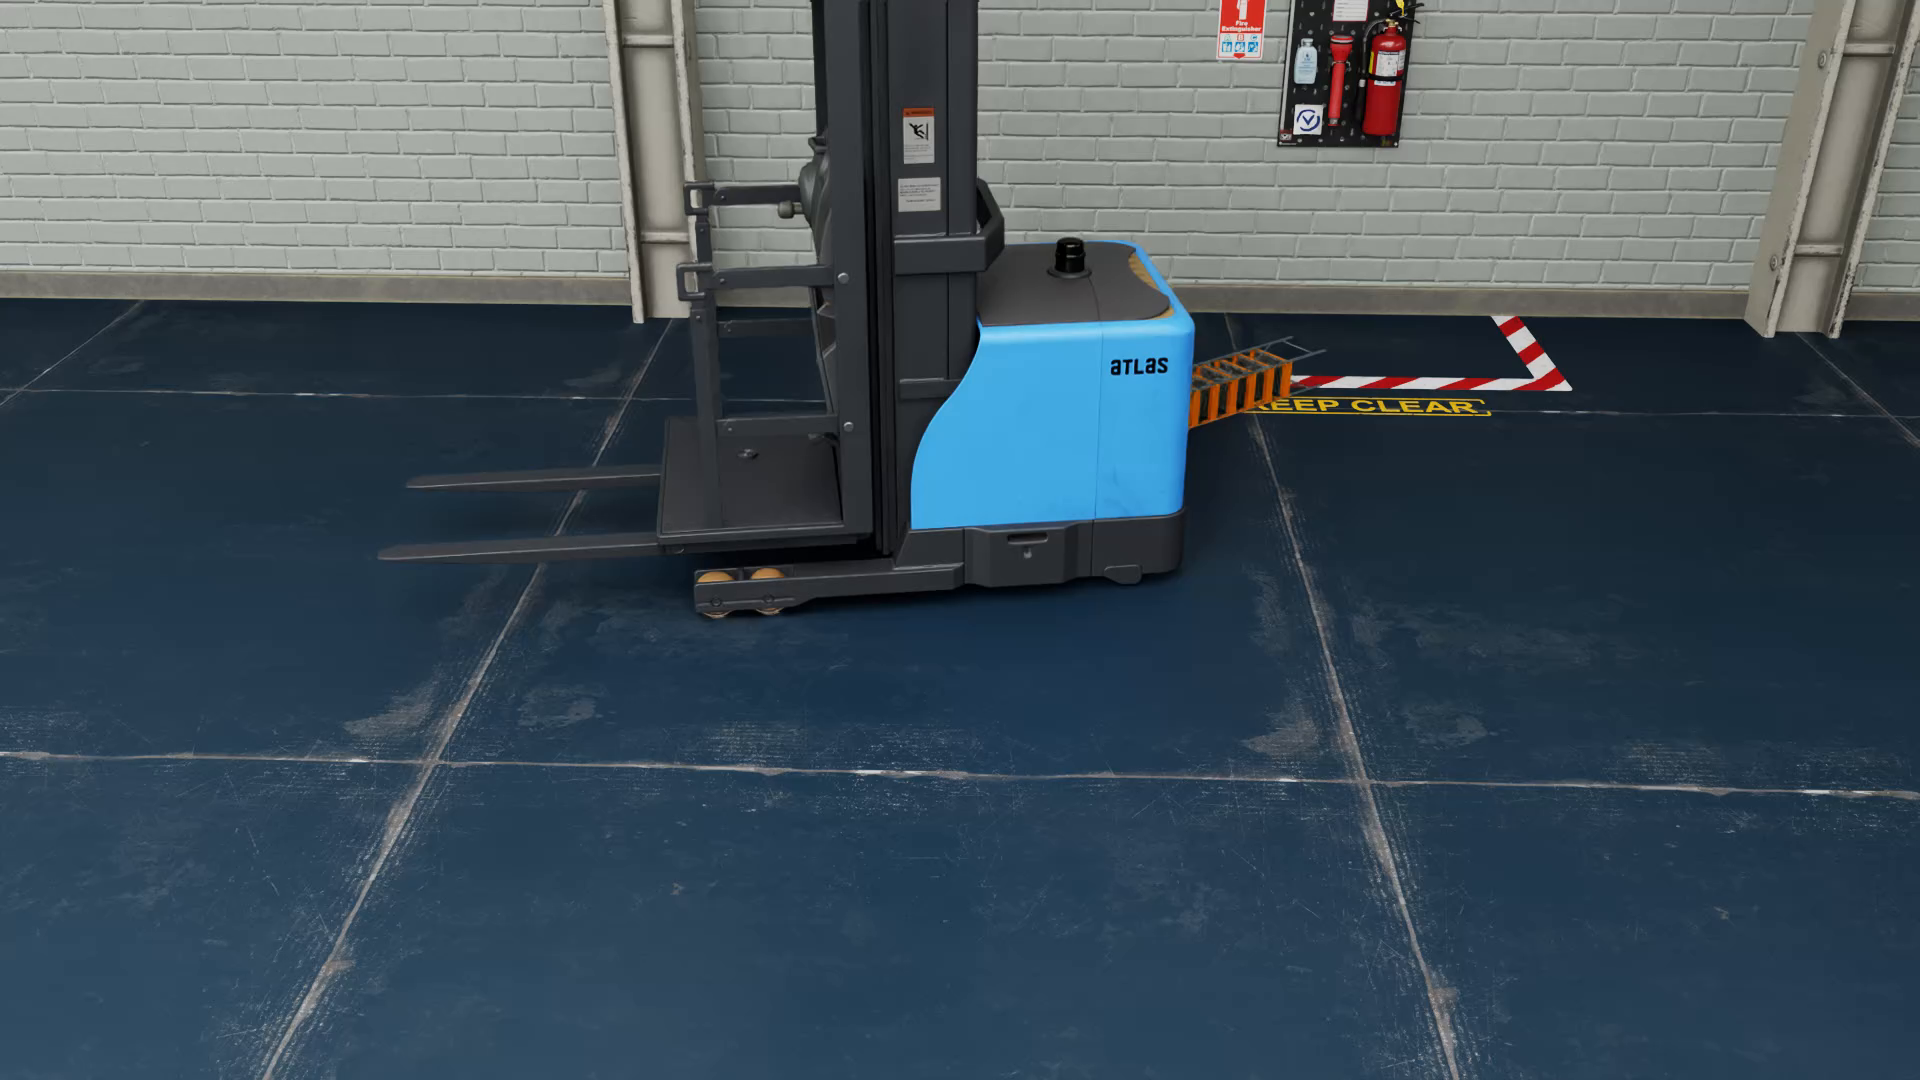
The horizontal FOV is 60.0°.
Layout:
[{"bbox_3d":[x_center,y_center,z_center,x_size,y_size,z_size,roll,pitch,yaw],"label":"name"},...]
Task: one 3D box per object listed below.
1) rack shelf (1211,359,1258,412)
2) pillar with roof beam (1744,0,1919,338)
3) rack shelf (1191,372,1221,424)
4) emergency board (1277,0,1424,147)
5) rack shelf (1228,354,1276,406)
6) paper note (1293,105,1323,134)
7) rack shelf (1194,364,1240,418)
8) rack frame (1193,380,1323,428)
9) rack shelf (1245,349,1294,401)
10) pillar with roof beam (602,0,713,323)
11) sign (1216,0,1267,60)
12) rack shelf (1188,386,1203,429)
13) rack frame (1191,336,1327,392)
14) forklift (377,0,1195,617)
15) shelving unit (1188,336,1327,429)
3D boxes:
[{"bbox_3d":[1.293,-0.744,7.945,0.103,0.180,0.258,-19,33,-32],"label":"rack shelf"},{"bbox_3d":[4.288,-3.099,2.989,0.400,9.000,9.100,1,28,2],"label":"pillar with roof beam"},{"bbox_3d":[1.099,-0.679,7.819,0.103,0.180,0.258,-19,33,-32],"label":"rack shelf"},{"bbox_3d":[1.972,-2.523,8.306,0.643,1.169,0.194,1,28,2],"label":"emergency board"},{"bbox_3d":[1.390,-0.776,8.008,0.103,0.180,0.258,-19,33,-32],"label":"rack shelf"},{"bbox_3d":[1.797,-2.169,8.579,0.142,0.148,0.016,1,28,2],"label":"paper note"},{"bbox_3d":[1.196,-0.711,7.882,0.103,0.180,0.258,-19,33,-32],"label":"rack shelf"},{"bbox_3d":[1.232,-0.642,7.948,1.200,0.006,0.240,-19,33,-32],"label":"rack frame"},{"bbox_3d":[1.487,-0.809,8.071,0.103,0.180,0.258,-19,33,-32],"label":"rack shelf"},{"bbox_3d":[-1.708,-3.199,3.176,0.400,9.000,9.100,1,28,2],"label":"pillar with roof beam"},{"bbox_3d":[1.423,-2.596,8.406,0.234,0.329,0.001,1,28,2],"label":"sign"},{"bbox_3d":[1.002,-0.646,7.756,0.103,0.180,0.258,-19,33,-32],"label":"rack shelf"},{"bbox_3d":[1.232,-0.804,7.863,1.200,0.006,0.240,-19,33,-32],"label":"rack frame"},{"bbox_3d":[-0.692,-1.270,6.017,3.031,2.935,1.130,-3,28,-6],"label":"forklift"},{"bbox_3d":[1.232,-0.723,7.905,1.200,0.189,0.258,-19,33,-32],"label":"shelving unit"}]
